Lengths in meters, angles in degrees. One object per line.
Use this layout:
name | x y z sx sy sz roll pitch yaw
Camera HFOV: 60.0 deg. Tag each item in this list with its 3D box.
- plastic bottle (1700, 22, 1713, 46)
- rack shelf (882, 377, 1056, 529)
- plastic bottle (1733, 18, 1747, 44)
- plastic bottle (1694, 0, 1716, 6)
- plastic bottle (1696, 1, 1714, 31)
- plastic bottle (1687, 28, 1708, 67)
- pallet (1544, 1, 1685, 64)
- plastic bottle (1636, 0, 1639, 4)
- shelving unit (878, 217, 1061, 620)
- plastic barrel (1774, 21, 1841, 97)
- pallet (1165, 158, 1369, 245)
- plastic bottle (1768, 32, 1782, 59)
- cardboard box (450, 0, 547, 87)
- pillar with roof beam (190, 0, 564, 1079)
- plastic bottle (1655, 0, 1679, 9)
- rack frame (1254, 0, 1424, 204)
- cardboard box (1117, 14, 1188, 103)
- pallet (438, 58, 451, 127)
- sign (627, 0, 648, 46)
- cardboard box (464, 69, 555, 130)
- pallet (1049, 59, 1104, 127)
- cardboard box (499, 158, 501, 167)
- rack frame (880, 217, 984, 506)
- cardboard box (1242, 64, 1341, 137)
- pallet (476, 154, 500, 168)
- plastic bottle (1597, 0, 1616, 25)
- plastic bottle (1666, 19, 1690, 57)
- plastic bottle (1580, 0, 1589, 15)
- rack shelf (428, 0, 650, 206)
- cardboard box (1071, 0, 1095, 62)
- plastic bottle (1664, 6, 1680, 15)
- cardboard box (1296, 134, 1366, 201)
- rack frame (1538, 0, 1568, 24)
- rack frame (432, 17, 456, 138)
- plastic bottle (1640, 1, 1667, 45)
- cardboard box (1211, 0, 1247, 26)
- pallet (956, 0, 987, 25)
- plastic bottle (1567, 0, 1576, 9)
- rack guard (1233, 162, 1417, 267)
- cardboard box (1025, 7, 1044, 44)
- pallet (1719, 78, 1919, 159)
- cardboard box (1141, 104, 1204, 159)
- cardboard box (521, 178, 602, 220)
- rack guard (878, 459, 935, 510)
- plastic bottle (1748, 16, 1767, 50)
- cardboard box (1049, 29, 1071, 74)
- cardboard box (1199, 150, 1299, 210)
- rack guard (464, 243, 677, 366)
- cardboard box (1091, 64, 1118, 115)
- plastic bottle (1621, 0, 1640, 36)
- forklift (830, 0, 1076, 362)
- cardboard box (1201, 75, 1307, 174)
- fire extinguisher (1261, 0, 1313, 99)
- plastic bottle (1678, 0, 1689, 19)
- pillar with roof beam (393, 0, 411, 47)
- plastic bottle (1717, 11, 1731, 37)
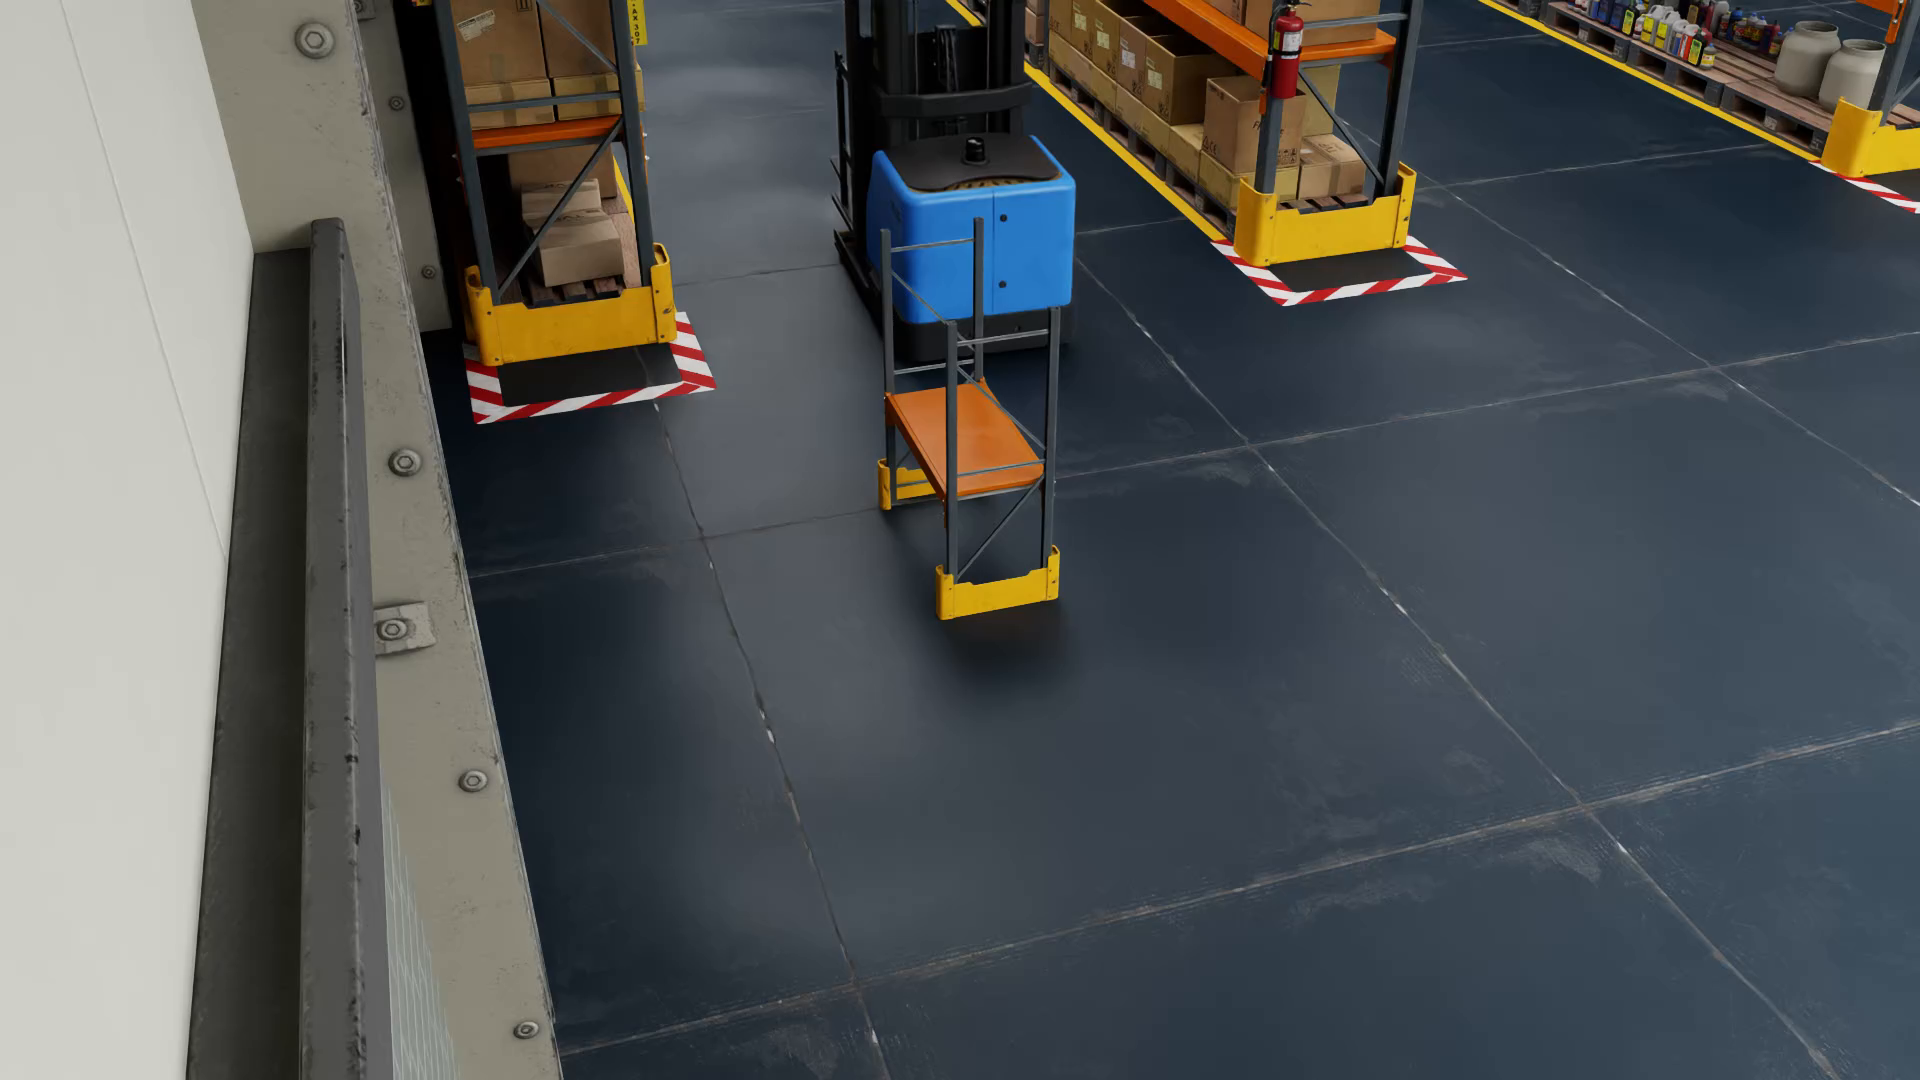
plastic bottle | 6.218 -4.175 13.913 0.061 0.283 0.133 -10 35 -15
rack shelf | 0.026 -0.431 7.868 0.538 0.185 1.000 -10 35 -15
plastic bottle | 6.724 -4.384 14.303 0.097 0.201 0.097 0 33 0
plastic bottle | 6.553 -4.698 14.643 0.144 0.351 0.185 -10 35 -15
plastic bottle | 6.498 -4.566 14.504 0.061 0.283 0.133 -10 35 -15
plastic bottle | 6.115 -4.079 13.766 0.061 0.283 0.133 -9 35 -14
pallet | 6.090 -4.657 15.106 1.003 0.211 1.213 -10 35 -15
plastic bottle | 5.935 -4.676 14.681 0.097 0.271 0.097 0 33 0
shelving unit | 0.023 -0.586 7.776 0.587 1.500 1.083 -10 35 -15
plastic barrel | 6.719 -3.813 13.175 0.421 0.512 0.421 0 33 0
pallet | 2.154 -2.480 11.811 1.003 0.211 1.213 -10 35 -15
plastic bottle | 6.857 -4.154 13.955 0.097 0.201 0.097 0 33 0
cardboard box | -2.636 -2.884 9.331 0.500 0.500 0.500 -10 35 -15
pillar with roof beam | 2.603 -2.712 4.192 9.100 9.000 0.400 -10 35 -15
plastic bottle | 6.321 -4.798 14.862 0.152 0.276 0.135 -10 35 -15
rack frame | 2.427 -3.249 10.445 1.000 3.000 0.127 -10 35 -15
cardboard box | 1.510 -3.606 12.420 0.500 0.500 0.500 -10 35 -15
pallet | -3.749 -3.759 13.747 1.003 0.211 1.213 -10 35 -15
sign | -1.773 -2.866 9.081 0.100 0.325 0.005 -10 35 -15
cardboard box | -2.617 -2.572 9.540 0.500 0.250 0.500 -10 35 -14
pallet | 1.409 -3.761 13.750 1.003 0.211 1.213 -10 35 -15
cardboard box | -3.041 -2.665 11.749 0.380 0.149 0.250 -13 36 -19
rack frame | -0.129 -0.848 8.173 0.500 1.500 0.032 -10 35 -15
cardboard box | 2.321 -3.171 11.760 0.500 0.500 0.500 -10 35 -15
pallet | -3.271 -3.004 12.604 1.003 0.211 1.213 -10 35 -15
plastic bottle | 5.776 -4.764 14.743 0.144 0.351 0.185 -9 35 -13
plastic bottle | 6.074 -4.227 13.998 0.152 0.276 0.135 -11 35 -16
plastic bottle | 5.667 -4.848 15.005 0.097 0.201 0.097 0 33 0
rack shelf | -2.900 -3.163 10.969 1.077 0.370 4.000 -10 35 -15
cardboard box | 1.210 -4.132 13.216 0.500 0.500 0.500 -10 35 -15
plastic bottle | 6.097 -4.449 14.334 0.152 0.276 0.135 -10 35 -15
cardboard box | 2.475 -2.596 11.570 0.500 0.250 0.500 -10 35 -15
rack frame | 5.925 -6.180 14.881 1.000 3.000 0.127 -10 35 -15
rack frame | -3.510 -4.514 12.360 1.000 3.000 0.127 -10 35 -15
plastic bottle | 5.963 -4.442 14.255 0.144 0.351 0.185 -10 35 -15
cardboard box | 2.132 -3.812 11.208 0.700 0.500 0.500 -9 35 -13
pallet | 0.569 -5.207 15.939 1.003 0.211 1.213 -10 35 -15
plastic bottle | 5.605 -4.984 15.147 0.097 0.271 0.097 0 33 0
rack guard | 2.434 -2.193 11.115 1.175 0.500 0.348 -10 35 -15
cardboard box | 0.804 -4.546 14.521 0.500 0.250 0.500 -10 35 -15
pallet | 6.835 -3.376 13.167 1.003 0.211 1.213 -10 35 -15
cardboard box | 1.664 -3.031 12.230 0.500 0.250 0.500 -10 35 -15
cardboard box | -2.589 -2.153 10.827 0.500 0.311 0.500 -7 34 -11
rack guard | -0.129 -0.326 8.516 0.587 0.250 0.087 -10 35 -15
plastic bottle | 6.784 -4.309 14.126 0.097 0.271 0.097 0 33 0
cardboard box | 1.059 -4.082 13.820 0.500 0.250 0.500 -10 35 -15
cardboard box | 1.982 -2.508 11.438 0.500 0.250 0.500 -10 35 -15
rack guard | -2.313 -1.411 9.931 1.175 0.500 0.348 -10 35 -15
cardboard box | 1.355 -3.555 13.023 0.500 0.250 0.500 -10 35 -15
plastic bottle | 5.844 -4.544 14.470 0.061 0.283 0.133 -9 34 -13
forklift | -0.210 -3.069 10.236 1.130 2.935 3.031 -9 34 -13
cardboard box | 1.980 -2.821 11.231 0.500 0.500 0.500 -10 35 -15
fire extinguisher | 2.021 -3.076 10.254 0.296 0.674 0.183 -10 35 -15
plastic bottle | 6.455 -4.868 14.899 0.144 0.351 0.185 -12 35 -17
pillar with roof beam | -1.057 -9.013 13.727 9.100 9.000 0.400 -10 35 -15
plastic bottle | 6.661 -4.492 14.467 0.097 0.201 0.097 0 33 0
